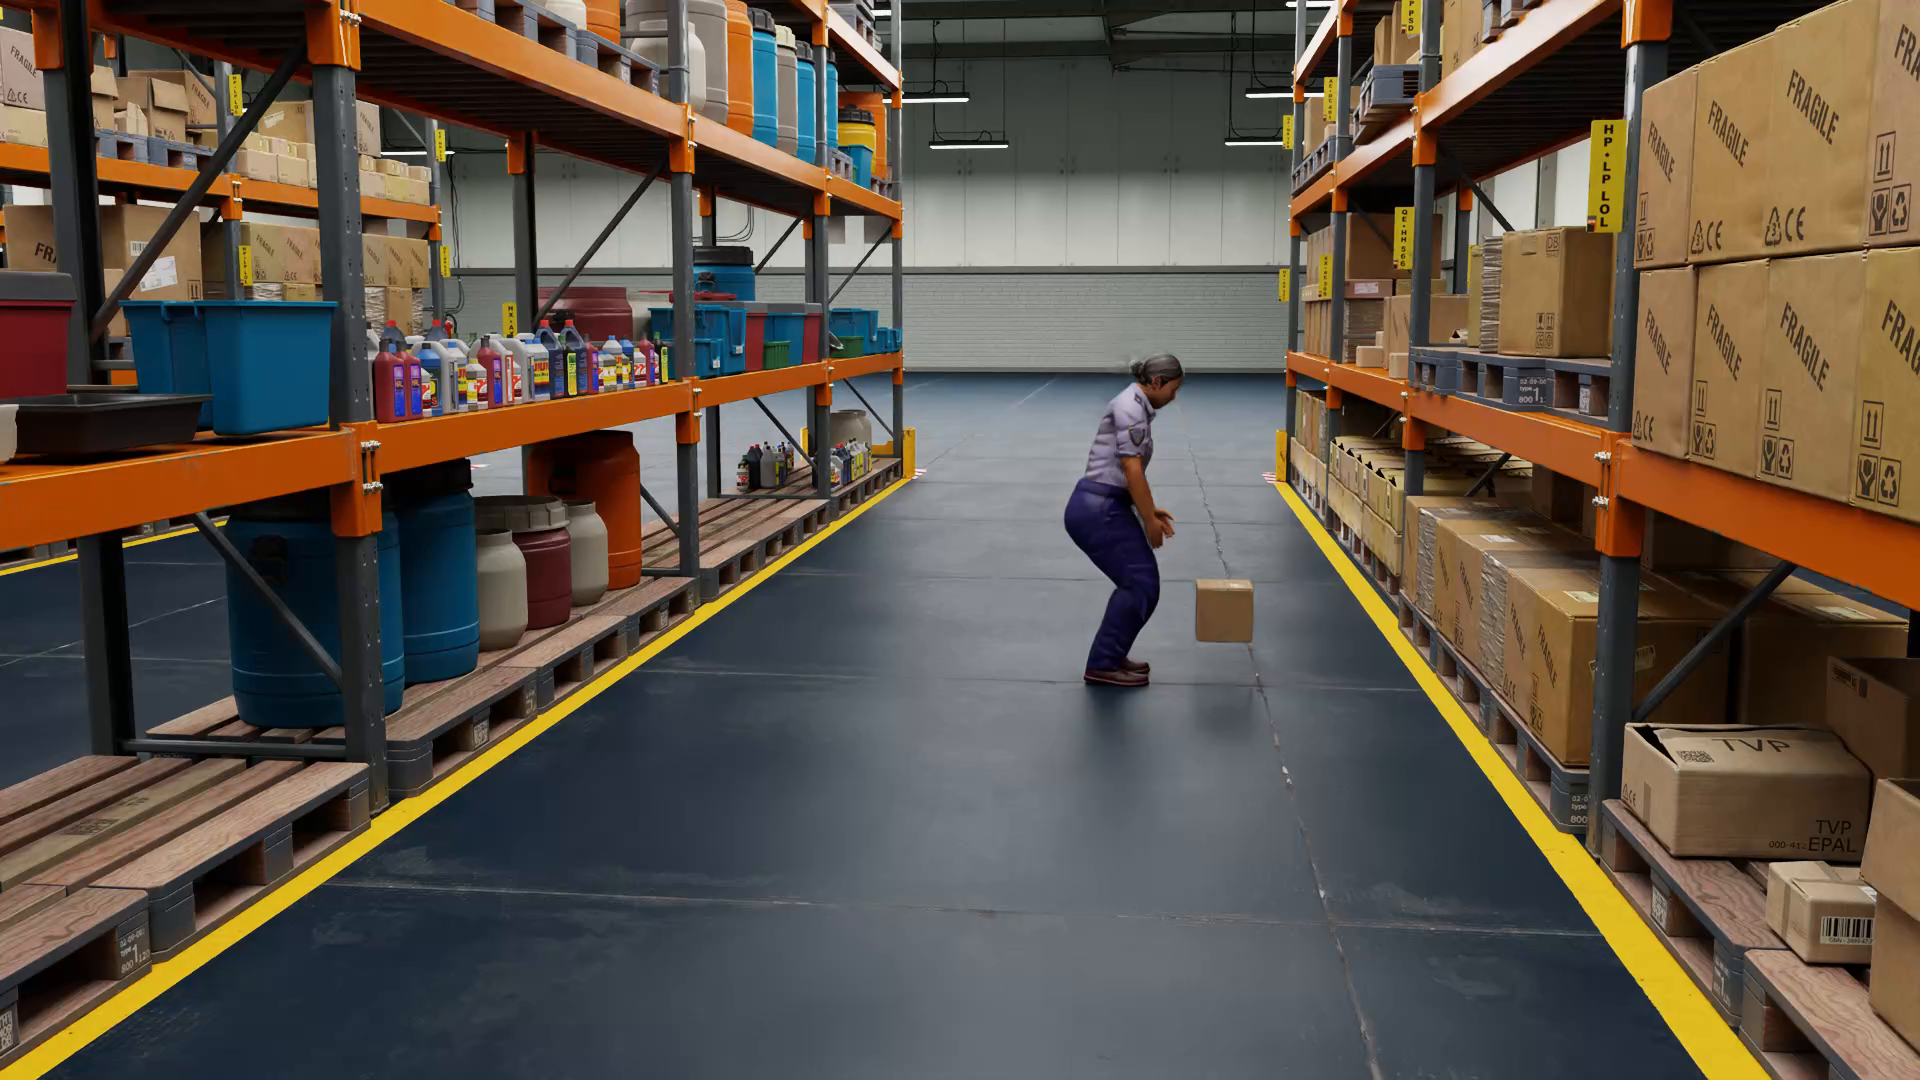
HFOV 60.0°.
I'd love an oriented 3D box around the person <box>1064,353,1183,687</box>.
[{"bbox_3d":[0.751,-0.104,7.686,0.529,1.510,0.522,1,8,7],"label":"person"}]
